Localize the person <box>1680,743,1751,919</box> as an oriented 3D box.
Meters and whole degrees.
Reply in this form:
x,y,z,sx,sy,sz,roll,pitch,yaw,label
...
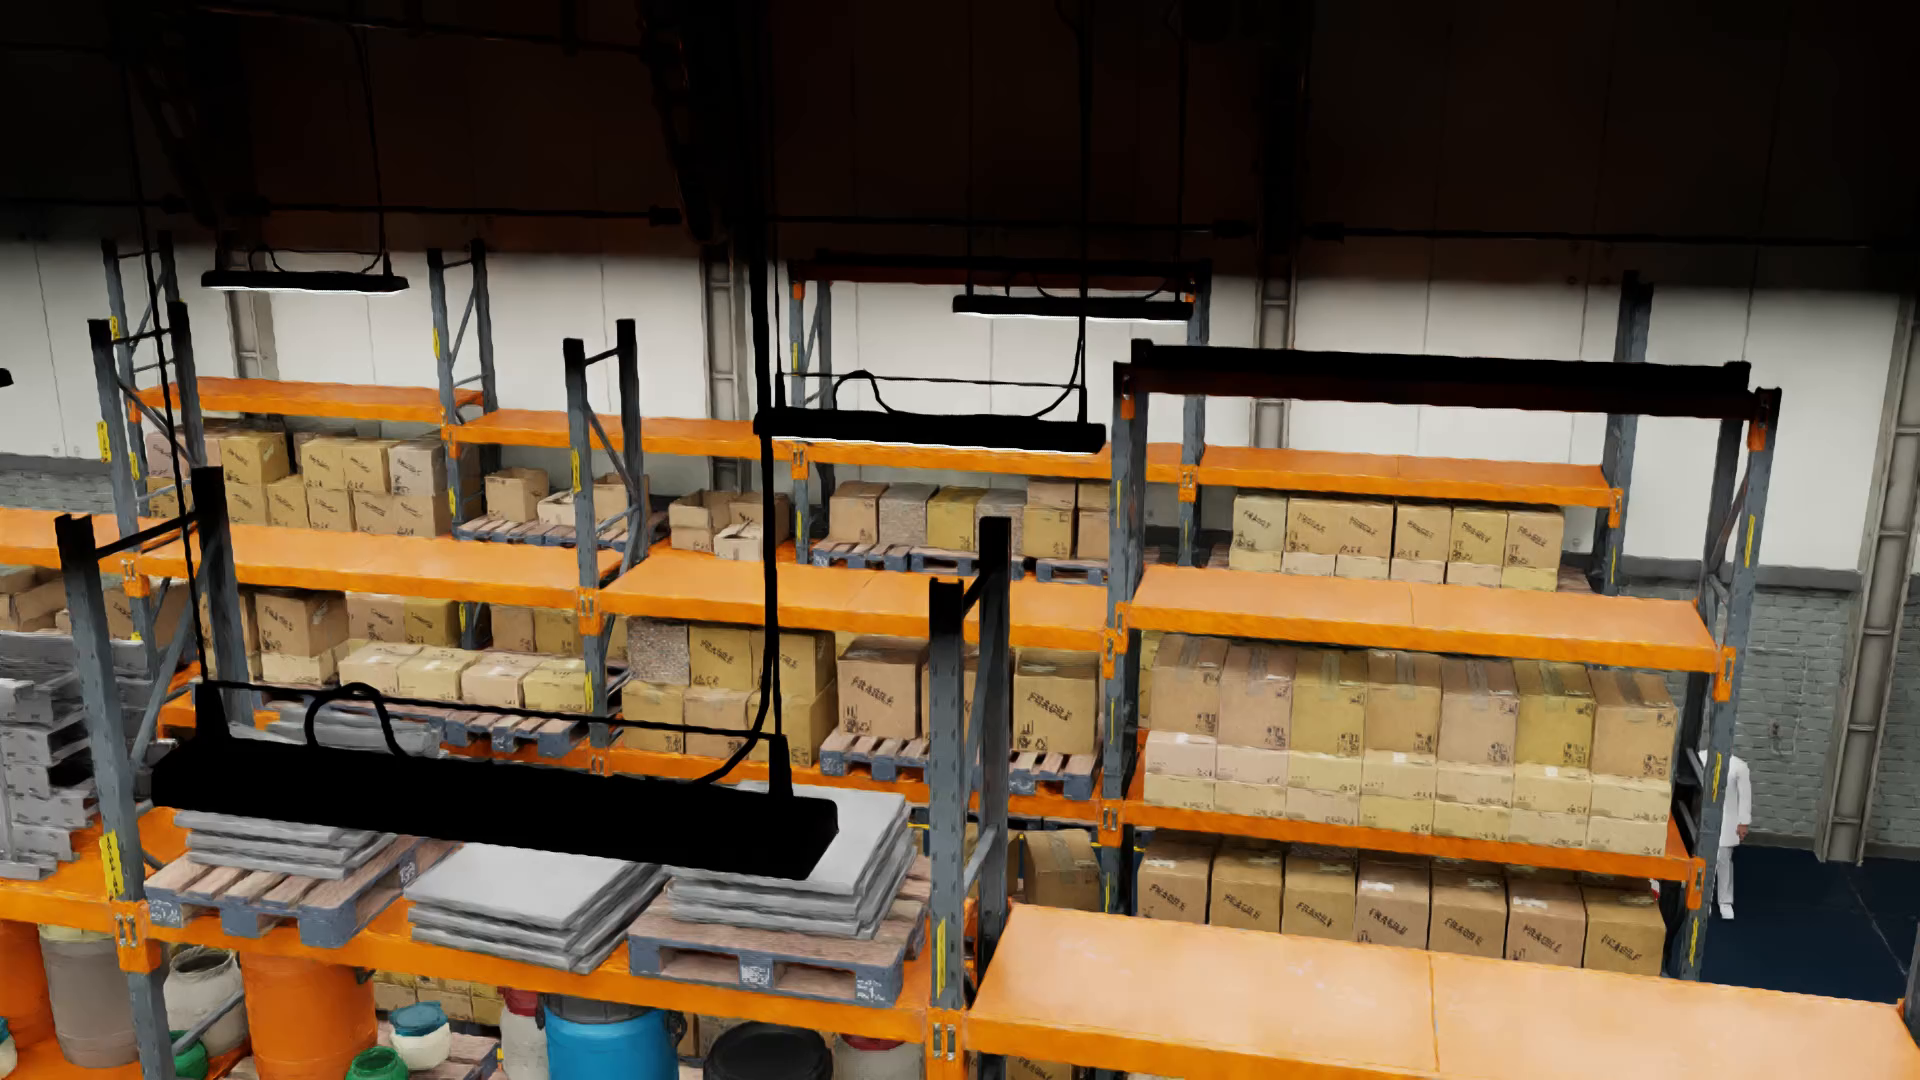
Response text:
x,y,z,sx,sy,sz,roll,pitch,yaw,label
7.295,2.672,16.022,0.577,1.772,0.775,-13,21,-37,person
